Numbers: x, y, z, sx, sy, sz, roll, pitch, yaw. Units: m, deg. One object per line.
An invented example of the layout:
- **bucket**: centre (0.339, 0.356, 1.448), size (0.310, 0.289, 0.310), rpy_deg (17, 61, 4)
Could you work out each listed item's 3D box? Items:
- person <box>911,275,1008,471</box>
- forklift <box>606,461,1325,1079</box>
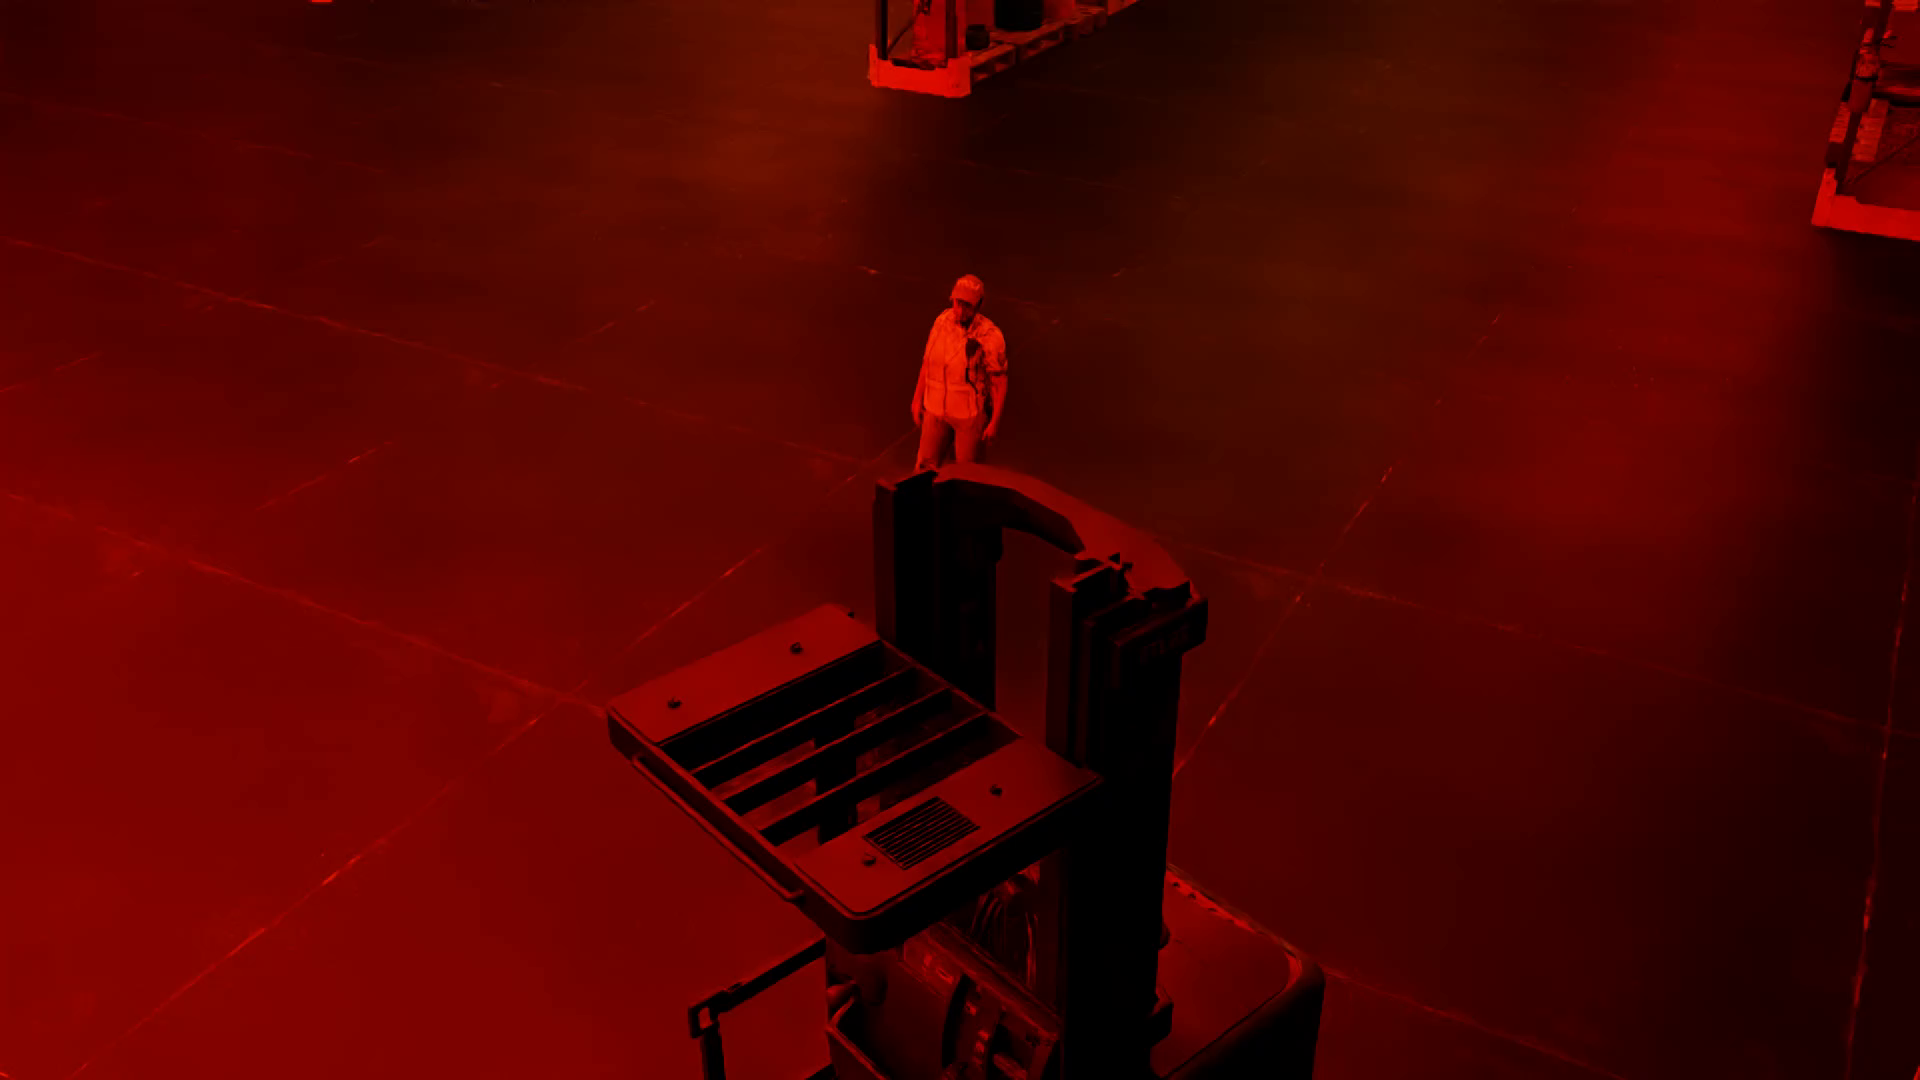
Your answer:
- **person**: centre (-0.057, -0.700, 9.534), size (0.598, 1.669, 0.529), rpy_deg (15, 33, 25)
- **forklift**: centre (-0.230, 1.363, 4.709), size (3.031, 2.935, 1.130), rpy_deg (-24, 37, -35)
